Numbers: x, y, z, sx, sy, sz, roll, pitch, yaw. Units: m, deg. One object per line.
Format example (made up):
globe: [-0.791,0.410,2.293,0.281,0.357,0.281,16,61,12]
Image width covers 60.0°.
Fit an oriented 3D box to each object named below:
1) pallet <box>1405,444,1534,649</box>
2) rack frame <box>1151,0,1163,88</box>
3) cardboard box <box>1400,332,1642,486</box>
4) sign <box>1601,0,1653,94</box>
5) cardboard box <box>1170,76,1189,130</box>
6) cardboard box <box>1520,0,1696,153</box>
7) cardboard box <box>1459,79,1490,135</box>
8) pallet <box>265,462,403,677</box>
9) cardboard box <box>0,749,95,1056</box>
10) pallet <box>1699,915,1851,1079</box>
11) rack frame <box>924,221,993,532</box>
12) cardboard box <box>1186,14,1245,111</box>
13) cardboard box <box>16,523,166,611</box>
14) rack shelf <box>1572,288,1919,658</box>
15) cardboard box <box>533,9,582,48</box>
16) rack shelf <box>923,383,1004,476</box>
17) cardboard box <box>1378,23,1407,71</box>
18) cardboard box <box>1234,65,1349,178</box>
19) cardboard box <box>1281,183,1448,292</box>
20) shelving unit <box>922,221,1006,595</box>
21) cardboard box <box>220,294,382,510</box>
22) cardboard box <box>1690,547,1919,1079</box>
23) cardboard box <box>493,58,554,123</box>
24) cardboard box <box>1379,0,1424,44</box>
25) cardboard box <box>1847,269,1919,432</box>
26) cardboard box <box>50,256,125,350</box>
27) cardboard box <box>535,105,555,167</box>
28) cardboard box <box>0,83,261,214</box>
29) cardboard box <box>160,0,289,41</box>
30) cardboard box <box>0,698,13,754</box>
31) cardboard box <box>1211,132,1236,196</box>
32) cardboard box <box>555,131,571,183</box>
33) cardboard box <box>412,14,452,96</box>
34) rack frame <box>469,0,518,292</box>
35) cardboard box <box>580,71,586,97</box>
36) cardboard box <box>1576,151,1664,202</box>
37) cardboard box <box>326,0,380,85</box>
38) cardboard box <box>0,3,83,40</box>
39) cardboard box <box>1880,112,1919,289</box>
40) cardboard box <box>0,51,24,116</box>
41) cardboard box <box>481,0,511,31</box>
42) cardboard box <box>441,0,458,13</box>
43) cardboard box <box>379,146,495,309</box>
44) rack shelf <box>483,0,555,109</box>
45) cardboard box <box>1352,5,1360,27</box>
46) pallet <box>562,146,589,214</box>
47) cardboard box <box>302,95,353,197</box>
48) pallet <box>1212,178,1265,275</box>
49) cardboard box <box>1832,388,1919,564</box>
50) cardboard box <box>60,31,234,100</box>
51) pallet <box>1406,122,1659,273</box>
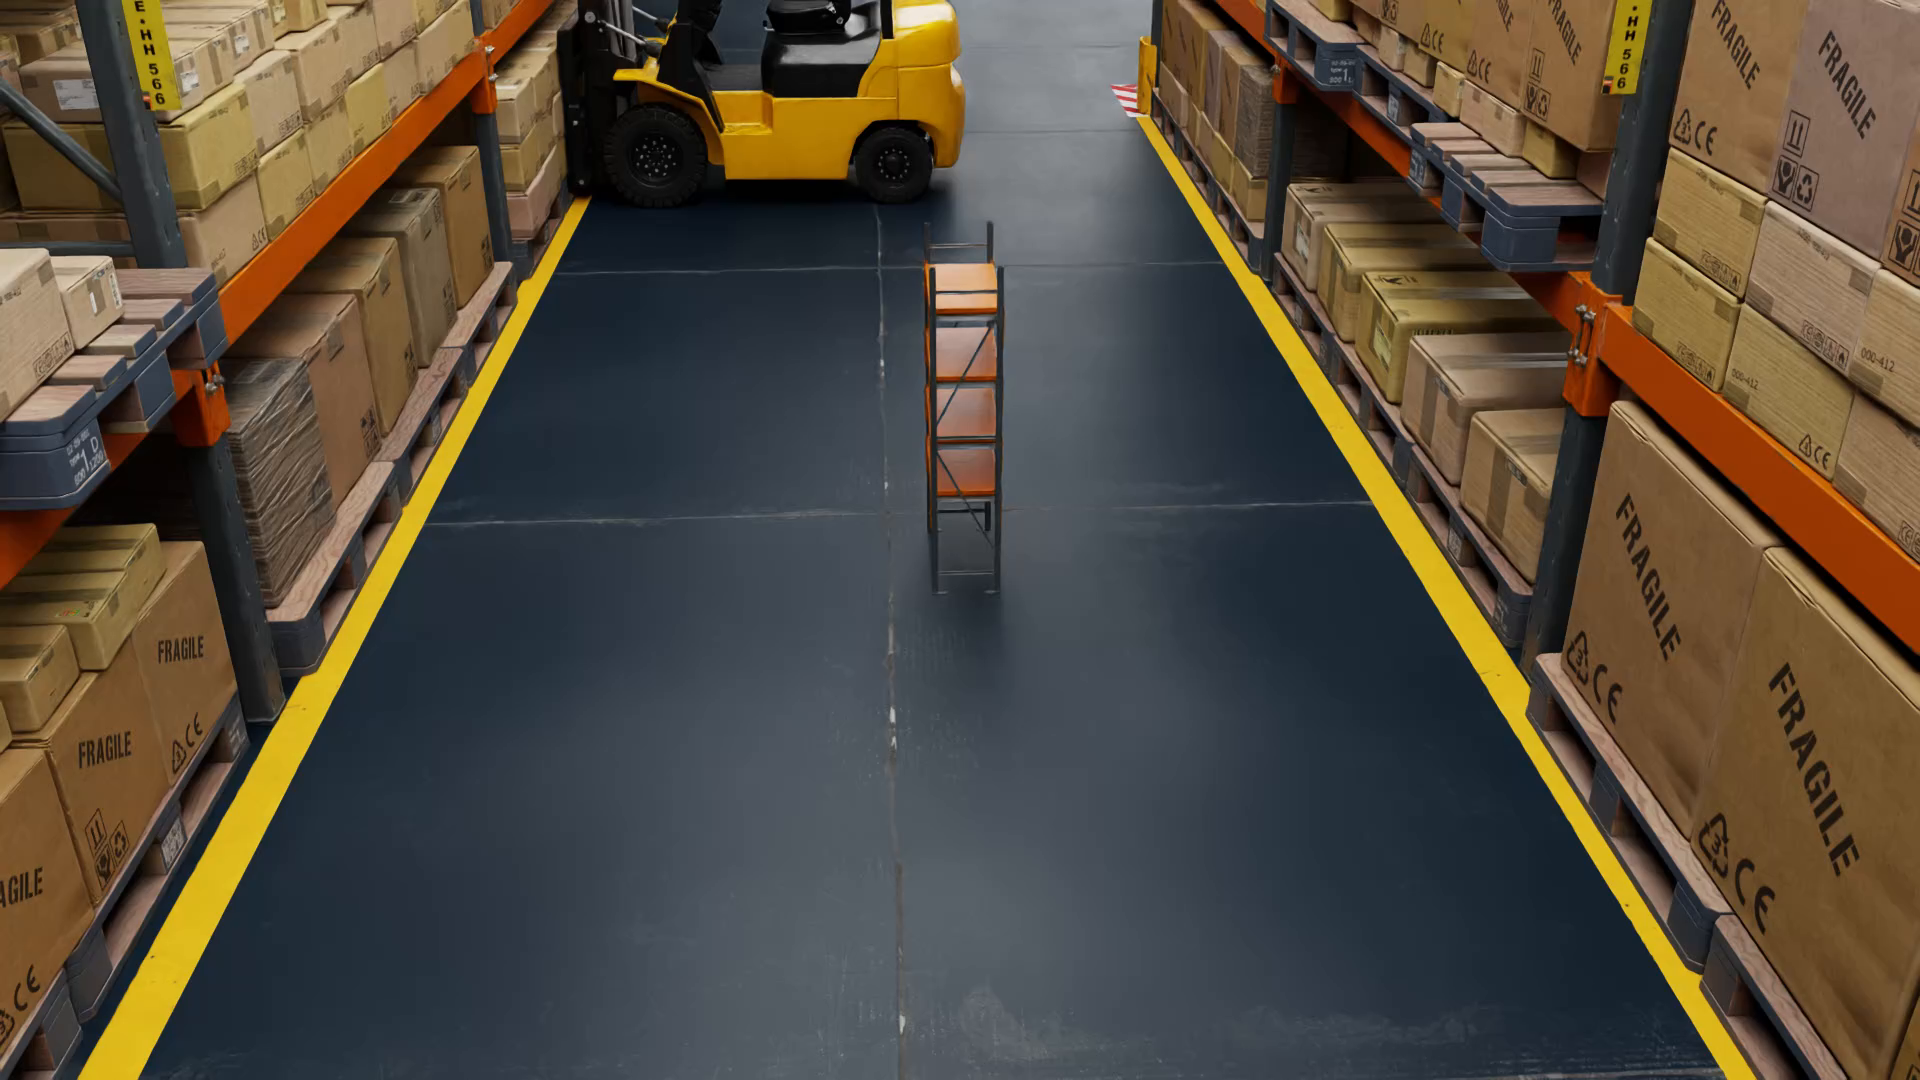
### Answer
pallet: [2.292,-0.019,6.058,1.003,0.211,1.213,-1,28,-3]
rack frame: [1.914,-4.589,11.805,1.000,3.000,0.127,-1,28,-3]
cardboard box: [2.266,-0.517,6.386,0.950,0.372,0.625,-2,28,-4]
sign: [1.790,-1.355,4.439,0.100,0.325,0.005,-1,28,-3]
cardboard box: [1.699,-2.941,11.164,0.500,0.250,0.500,0,28,-1]
cardboard box: [2.030,-1.460,4.922,0.500,0.500,0.500,-2,28,-4]
cardboard box: [1.930,-1.469,5.640,0.380,0.149,0.250,-3,28,-5]
pallet: [-2.629,0.082,5.864,1.003,0.211,1.213,-1,28,-3]
cardboard box: [-2.343,0.812,3.698,0.500,0.500,0.500,0,28,0]
pallet: [2.358,1.270,3.587,1.003,0.211,1.213,-1,28,-3]
rack frame: [-0.004,-0.568,6.042,0.240,1.200,0.015,-1,28,-3]
cardboard box: [1.731,-3.025,10.515,0.500,0.500,0.500,-1,28,-2]
cardboard box: [-2.346,0.083,4.394,0.380,0.149,0.250,-3,28,-5]
rack shelf: [2.436,0.348,3.117,1.077,0.370,4.000,-1,28,-3]
cardboard box: [-2.638,-3.204,10.588,0.500,0.250,0.500,-1,28,-2]
rack shelf: [0.009,-0.396,5.857,0.258,0.148,0.480,-1,28,-3]
cardboard box: [1.876,-1.951,6.565,0.380,0.149,0.250,0,28,-1]
cardboard box: [1.824,-2.308,9.140,0.500,0.500,0.500,-2,28,-3]
cardboard box: [2.153,-1.521,8.310,0.950,0.372,0.625,-1,28,-2]
shelving unit: [0.009,-0.456,5.826,0.258,1.200,0.503,-1,28,-3]
cardboard box: [-2.686,-0.496,6.072,0.875,0.625,0.625,-1,28,-1]
cardboard box: [2.327,0.594,3.710,0.875,0.875,0.875,-1,28,-2]
cardboard box: [-2.562,-2.498,9.234,0.500,0.250,0.500,-1,28,-3]
cardboard box: [1.937,-2.184,6.310,0.500,0.500,0.500,-2,28,-5]
cardboard box: [2.151,-0.341,3.281,0.500,0.250,0.500,-1,28,-3]
cardboard box: [-2.208,-0.554,3.886,0.380,0.149,0.250,-1,28,-2]
cardboard box: [-2.579,-2.272,9.342,0.500,0.250,0.500,-2,28,-3]
cardboard box: [-2.379,-1.140,4.813,0.500,0.250,0.500,-1,28,-3]
cardboard box: [-2.471,-1.736,5.526,0.380,0.149,0.250,-1,28,-2]
cardboard box: [-2.363,0.454,3.683,0.380,0.149,0.250,-1,28,-1]
cardboard box: [1.786,-2.221,9.784,0.500,0.250,0.500,-2,28,-4]
cardboard box: [-2.613,-2.290,9.916,0.500,0.250,0.500,-1,28,-2]
cardboard box: [-2.515,-2.095,7.186,0.500,0.250,0.500,-2,28,-3]
rack frame: [-2.834,-2.620,8.030,1.000,3.000,0.127,-1,28,-3]
cardboard box: [-2.642,-2.969,10.678,0.500,0.250,0.500,-2,28,-4]
cardboard box: [2.080,-1.115,4.962,0.380,0.149,0.250,0,28,-1]
cardboard box: [-2.490,-1.848,6.171,0.500,0.250,0.500,-1,28,-2]
cardboard box: [-3.005,-1.601,5.267,0.380,0.149,0.250,-2,28,-4]
cardboard box: [2.160,-0.680,3.122,0.500,0.500,0.500,-1,28,-1]
cardboard box: [-2.844,-1.250,4.594,0.380,0.149,0.250,-1,28,-1]
cardboard box: [-2.596,-2.876,8.412,0.500,0.500,0.500,-2,28,-4]
cardboard box: [-2.553,-2.555,7.526,0.500,0.250,0.500,-2,28,-4]
cardboard box: [-2.796,-1.513,8.021,0.875,0.625,0.625,0,28,0]
rack shelf: [-2.938,-3.225,9.967,1.077,0.370,4.000,-1,28,-3]
cardboard box: [1.932,-2.309,7.251,0.380,0.149,0.250,0,28,1]
pallet: [-2.900,-2.317,10.464,1.003,0.211,1.213,-1,28,-3]
cardboard box: [-2.459,-1.387,5.829,0.500,0.250,0.500,-2,28,-4]
pallet: [2.052,-1.815,9.501,1.003,0.211,1.213,-1,28,-3]
cardboard box: [2.172,-0.117,3.393,0.500,0.250,0.500,0,28,-1]
cardboard box: [-2.363,-1.382,4.847,0.380,0.149,0.250,-1,28,-2]
pallet: [2.188,-1.136,5.392,1.213,0.211,1.003,-1,28,-3]
